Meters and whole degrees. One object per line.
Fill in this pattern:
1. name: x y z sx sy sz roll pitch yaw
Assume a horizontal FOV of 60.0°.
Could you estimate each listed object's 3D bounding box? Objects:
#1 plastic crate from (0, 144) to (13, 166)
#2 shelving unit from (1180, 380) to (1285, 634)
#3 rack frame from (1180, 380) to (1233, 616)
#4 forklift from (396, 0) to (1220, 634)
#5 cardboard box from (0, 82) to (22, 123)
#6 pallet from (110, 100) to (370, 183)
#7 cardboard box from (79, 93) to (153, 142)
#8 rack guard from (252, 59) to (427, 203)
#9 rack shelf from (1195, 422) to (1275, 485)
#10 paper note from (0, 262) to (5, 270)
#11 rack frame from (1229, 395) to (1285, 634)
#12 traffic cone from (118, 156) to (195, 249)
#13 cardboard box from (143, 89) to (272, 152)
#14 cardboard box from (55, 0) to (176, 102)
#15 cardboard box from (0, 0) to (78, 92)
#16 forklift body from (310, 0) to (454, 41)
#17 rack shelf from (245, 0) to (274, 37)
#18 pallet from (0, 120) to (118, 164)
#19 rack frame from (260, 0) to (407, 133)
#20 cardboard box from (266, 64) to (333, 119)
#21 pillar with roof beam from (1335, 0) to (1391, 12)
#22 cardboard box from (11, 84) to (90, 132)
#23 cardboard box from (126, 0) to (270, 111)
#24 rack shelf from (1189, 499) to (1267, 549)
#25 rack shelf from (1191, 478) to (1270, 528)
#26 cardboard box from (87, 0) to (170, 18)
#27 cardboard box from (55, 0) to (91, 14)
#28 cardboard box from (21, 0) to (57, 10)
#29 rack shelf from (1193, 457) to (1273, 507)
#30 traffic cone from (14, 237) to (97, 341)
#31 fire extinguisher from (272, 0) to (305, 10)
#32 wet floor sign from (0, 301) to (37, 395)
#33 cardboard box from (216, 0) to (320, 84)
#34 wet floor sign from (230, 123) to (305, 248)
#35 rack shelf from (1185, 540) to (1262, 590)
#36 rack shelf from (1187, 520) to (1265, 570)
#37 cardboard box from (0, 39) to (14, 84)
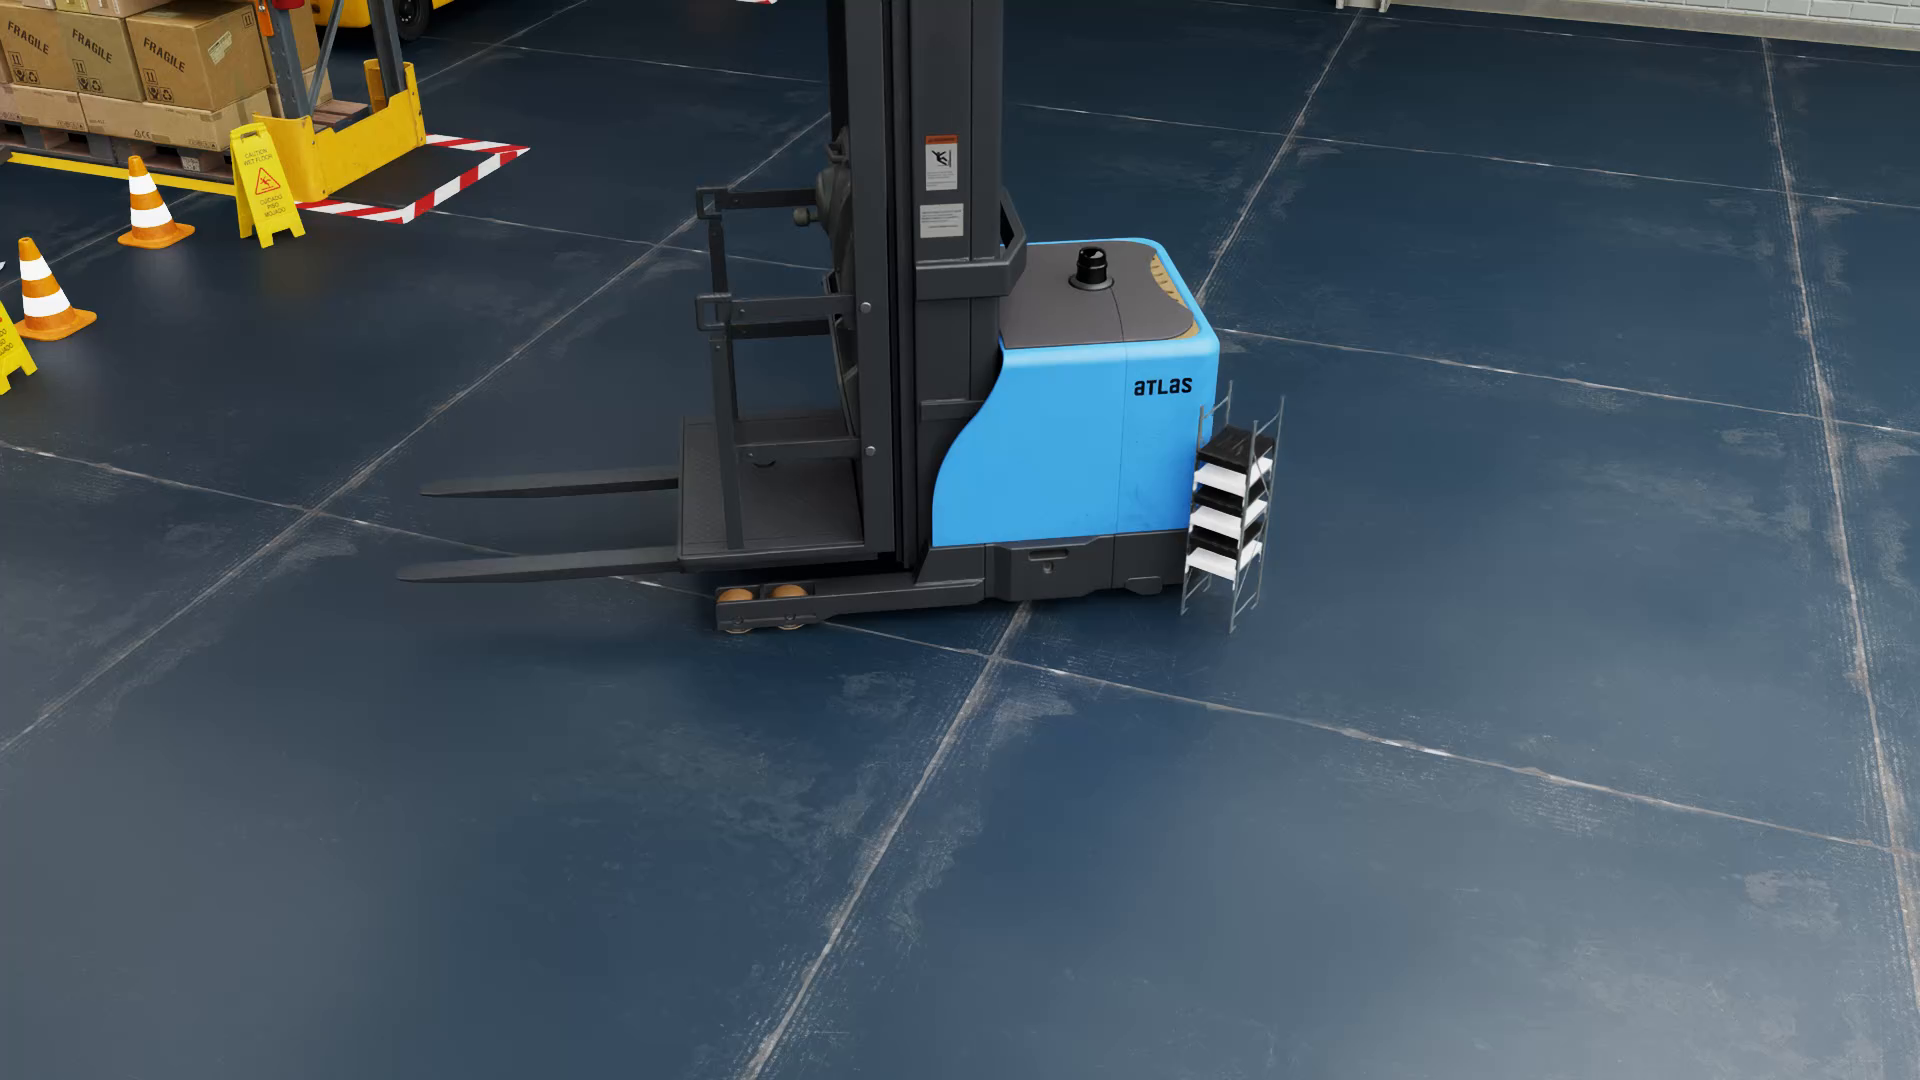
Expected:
1. plastic crate: -6.271 -2.361 10.333 0.583 0.080 0.402 0 33 0
2. shelving unit: 0.992 -0.113 6.094 0.210 0.900 0.258 21 38 28
3. rack frame: 0.908 -0.145 6.142 0.006 0.900 0.240 21 38 28
4. forklift: -0.617 -1.187 5.887 3.031 2.935 1.130 -4 33 -6
5. cardboard box: -6.002 -2.881 10.595 0.500 0.250 0.500 11 34 16
6. pallet: -4.531 -2.571 10.537 1.213 0.211 1.003 11 34 16
7. cardboard box: -5.044 -2.692 10.302 0.500 0.250 0.500 11 34 17
8. rack guard: -3.779 -2.525 10.200 0.348 0.500 1.175 11 34 16
9. rack shelf: 0.993 -0.311 5.965 0.200 0.077 0.258 21 38 28
10. paper note: -5.268 -1.471 9.000 0.142 0.019 0.148 0 33 0
11. rack frame: 1.076 -0.081 6.046 0.006 0.900 0.240 21 38 28
12. traffic cone: -4.547 -1.916 9.290 0.334 0.463 0.336 11 34 16
13. cardboard box: -4.581 -2.598 10.156 0.500 0.250 0.500 11 34 16
14. cardboard box: -5.042 -3.005 10.095 0.500 0.500 0.500 12 35 18
15. cardboard box: -5.514 -3.101 10.244 0.500 0.500 0.500 10 34 15
16. forklift body: -4.436 -5.155 12.752 1.214 2.155 2.313 11 34 16
17. rack shelf: -5.590 -3.625 10.263 4.000 0.370 1.077 11 34 16
18. pallet: -5.676 -2.795 10.884 1.213 0.211 1.003 11 34 16
19. rack frame: -3.707 -3.561 9.501 0.127 3.000 1.000 11 34 16
20. cardboard box: -4.373 -2.871 10.580 0.500 0.250 0.500 11 34 16
21. pillar with roof beam: 1.809 -5.908 7.605 0.400 9.000 9.100 11 34 16
22. cardboard box: -5.538 -2.785 10.446 0.500 0.250 0.500 10 34 15
23. cardboard box: -4.549 -2.911 9.950 0.500 0.500 0.500 11 35 17
24. rack shelf: 0.991 -0.085 6.112 0.200 0.077 0.258 21 38 28
25. rack shelf: 0.992 -0.161 6.063 0.200 0.077 0.258 21 38 28
26. cardboard box: -4.917 -3.217 9.825 0.250 0.149 0.380 12 35 18
27. cardboard box: -5.153 -3.264 9.899 0.250 0.149 0.380 12 35 17
28. cardboard box: -5.400 -3.313 9.975 0.250 0.149 0.380 12 35 19
29. rack shelf: 0.993 -0.236 6.014 0.200 0.077 0.258 21 38 28
30. traffic cone: -4.601 -1.287 8.316 0.334 0.463 0.336 11 34 16
31. fire extinguisher: -3.755 -3.273 9.125 0.183 0.674 0.296 11 34 16
32. wet floor sign: -4.587 -1.032 7.753 0.232 0.644 0.267 5 33 8
33. cardboard box: -4.396 -3.191 10.383 0.500 0.500 0.500 10 34 15
34. wet floor sign: -3.889 -1.991 9.239 0.232 0.644 0.267 24 40 32
35. rack shelf: 0.990 0.066 6.210 0.200 0.077 0.258 21 38 28
36. rack shelf: 0.991 -0.010 6.161 0.200 0.077 0.258 21 38 28
37. cardboard box: -6.013 -3.196 10.391 0.500 0.500 0.500 13 35 19
